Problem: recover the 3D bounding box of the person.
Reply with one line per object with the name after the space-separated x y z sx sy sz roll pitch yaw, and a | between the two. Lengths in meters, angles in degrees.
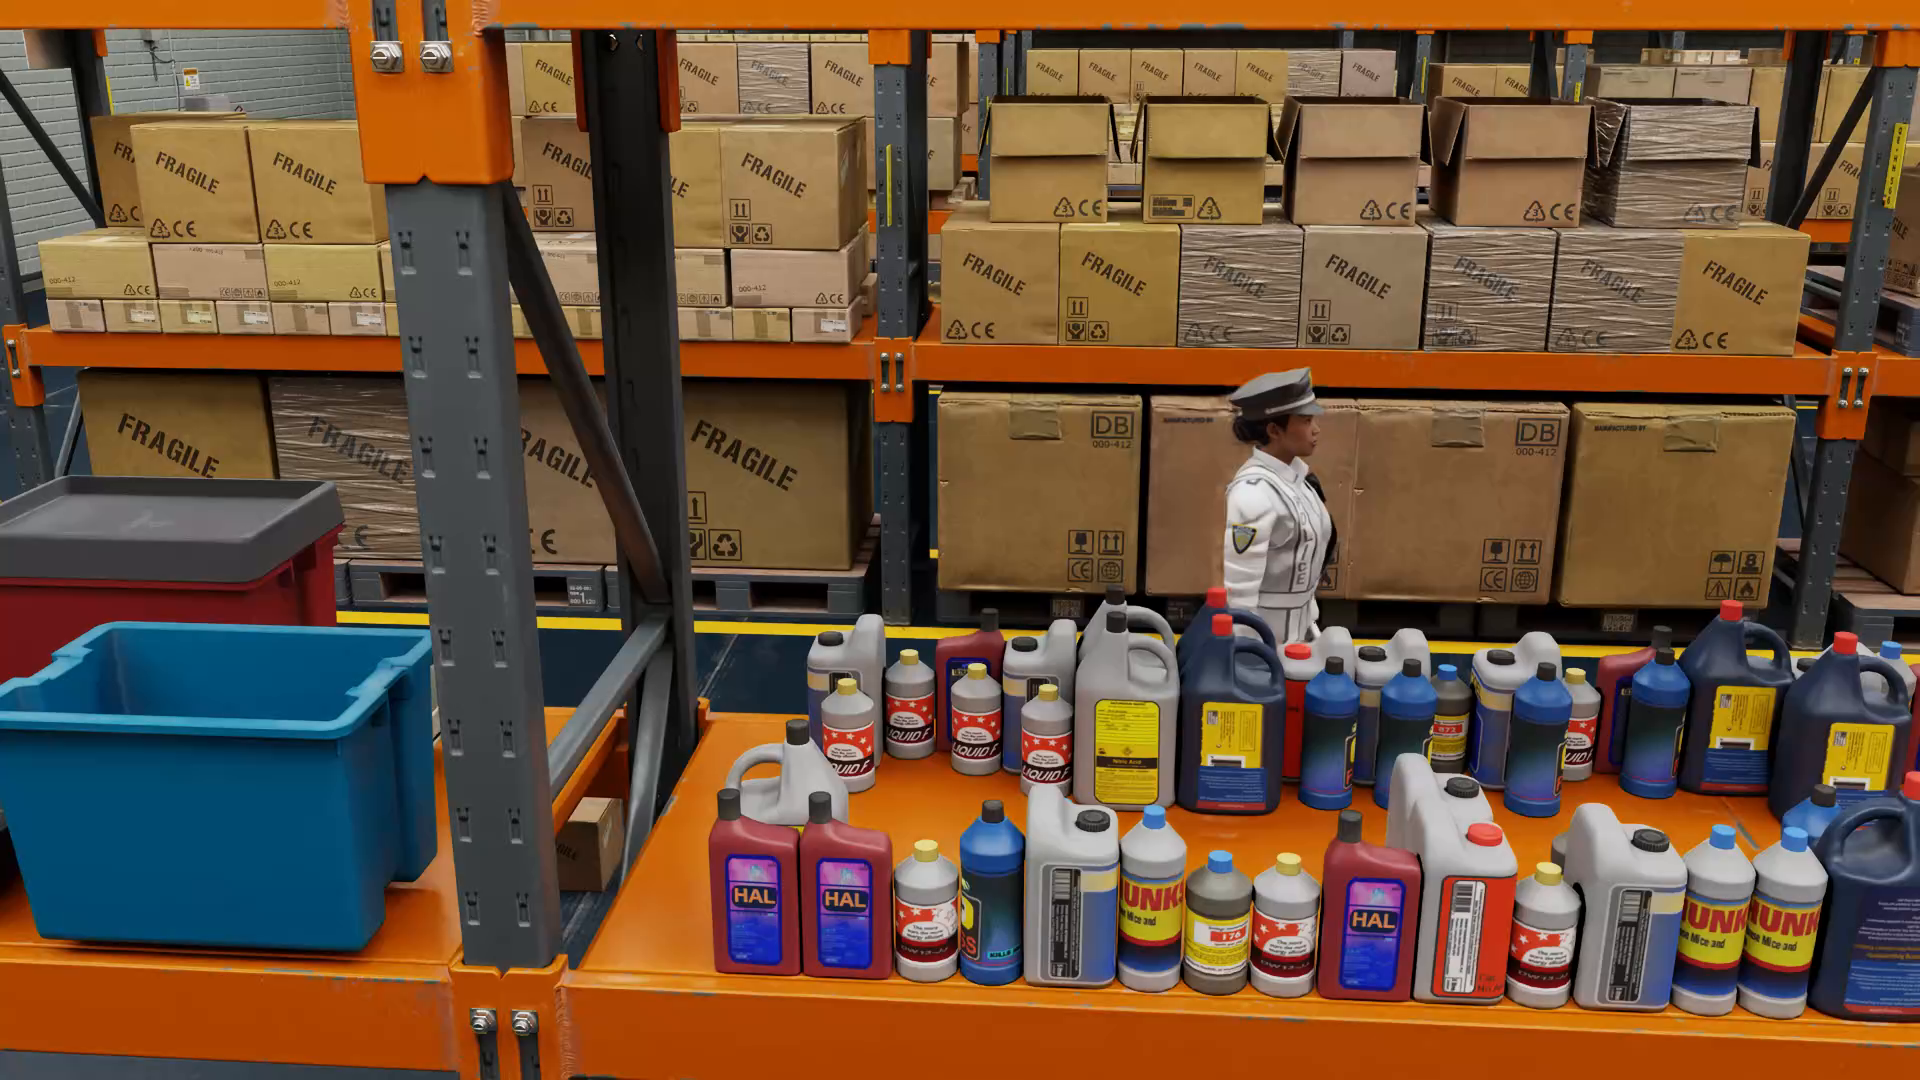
0.912 0.332 4.991 0.488 1.739 0.528 6 19 18 | person
